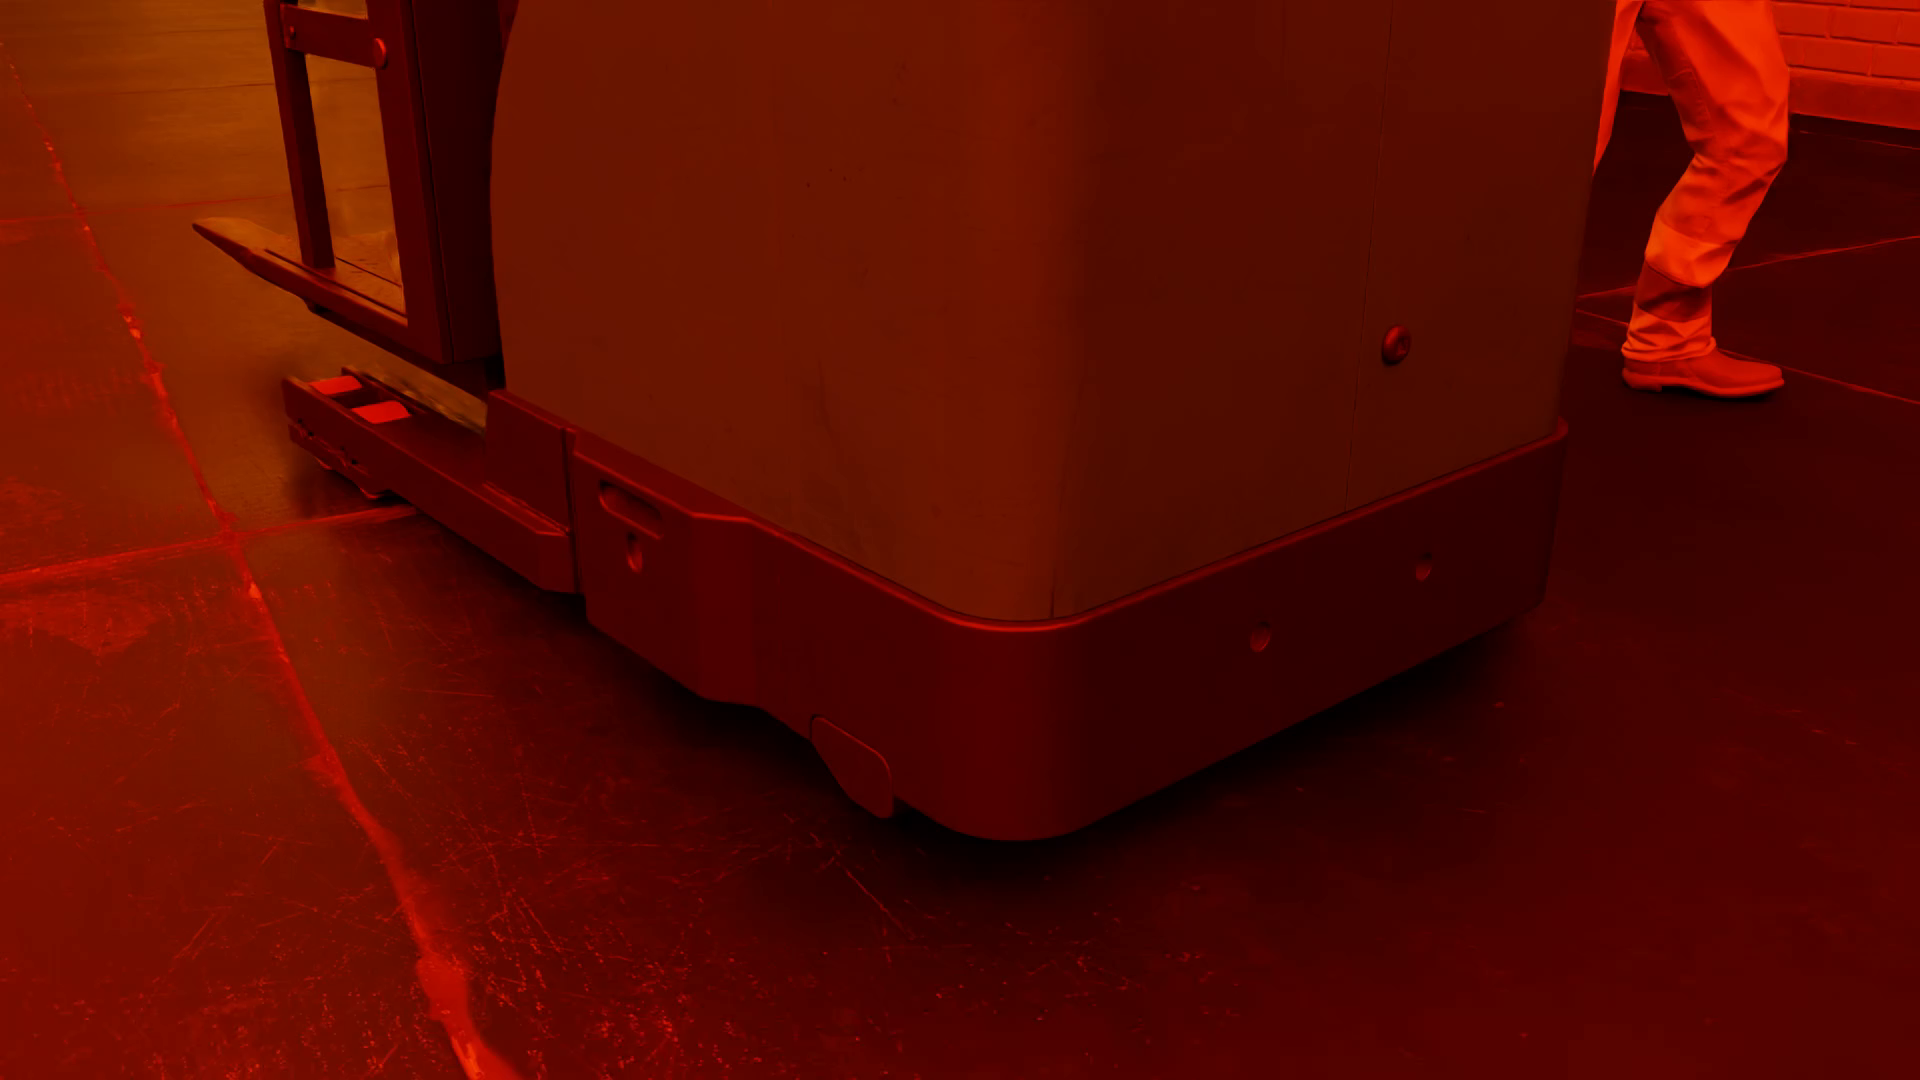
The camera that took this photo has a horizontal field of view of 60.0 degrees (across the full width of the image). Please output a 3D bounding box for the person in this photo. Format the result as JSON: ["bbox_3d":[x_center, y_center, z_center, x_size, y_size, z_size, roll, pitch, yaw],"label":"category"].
[{"bbox_3d":[1.195,-1.063,2.970,0.869,1.750,0.459,-7,23,-17],"label":"person"}]

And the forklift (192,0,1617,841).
[{"bbox_3d":[-0.537,-1.532,2.506,1.130,2.935,3.031,-18,28,-37],"label":"forklift"}]
